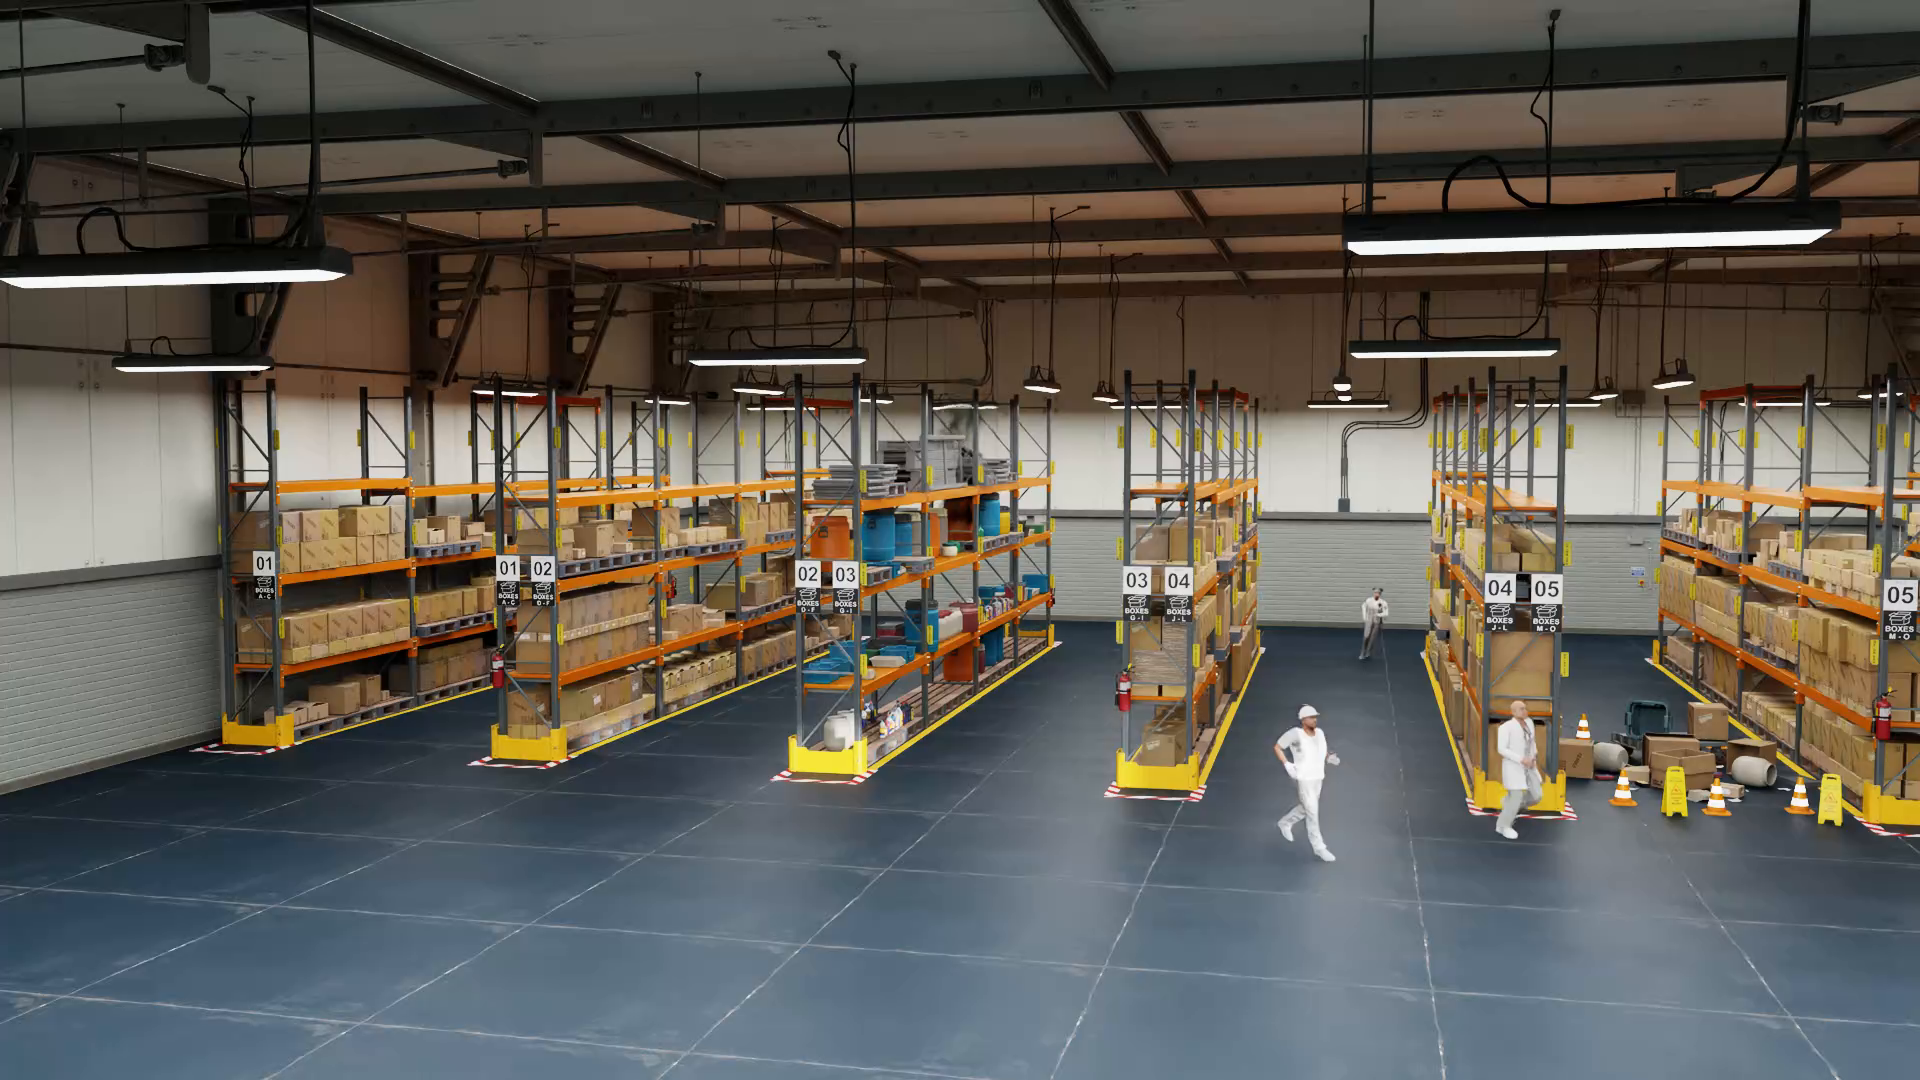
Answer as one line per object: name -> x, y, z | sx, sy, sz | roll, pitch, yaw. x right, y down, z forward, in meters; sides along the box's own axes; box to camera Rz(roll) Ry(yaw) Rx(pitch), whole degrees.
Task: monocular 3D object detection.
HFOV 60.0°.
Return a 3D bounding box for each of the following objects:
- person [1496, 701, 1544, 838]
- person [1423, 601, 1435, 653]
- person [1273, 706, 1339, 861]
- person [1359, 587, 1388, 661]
person -> 7.067, 2.885, 20.931 | 0.746, 1.741, 0.688 | -2, 4, -27
person -> 11.281, 1.870, 39.268 | 0.733, 1.579, 0.564 | 0, 3, -1
person -> 4.191, 2.893, 20.096 | 0.682, 1.792, 0.988 | -2, 4, -36
person -> 9.420, 1.903, 37.843 | 0.624, 1.696, 0.676 | 1, 4, 17
